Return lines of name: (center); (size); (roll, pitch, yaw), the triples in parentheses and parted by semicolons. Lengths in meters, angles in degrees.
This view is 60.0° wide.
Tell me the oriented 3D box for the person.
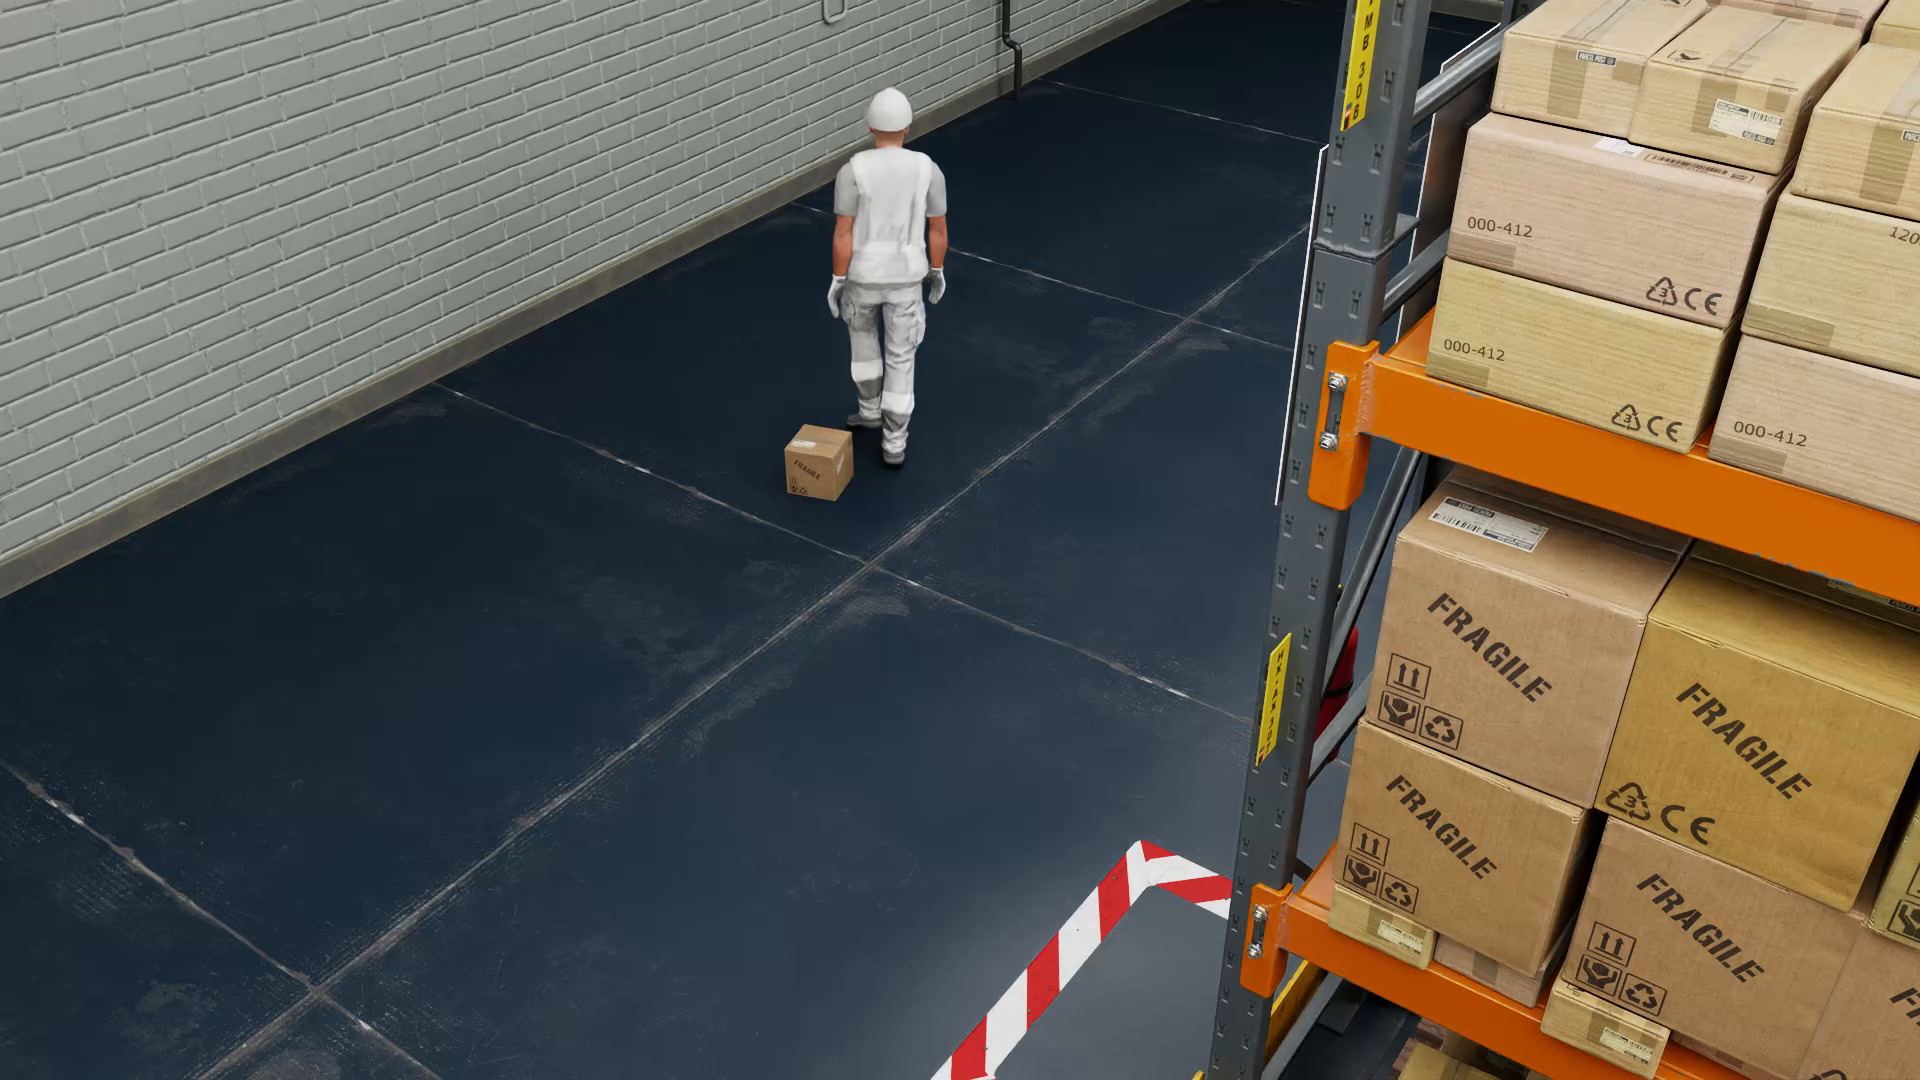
person: (-0.342, -1.230, 7.922); (0.578, 1.795, 0.551); (-2, 34, -3)
